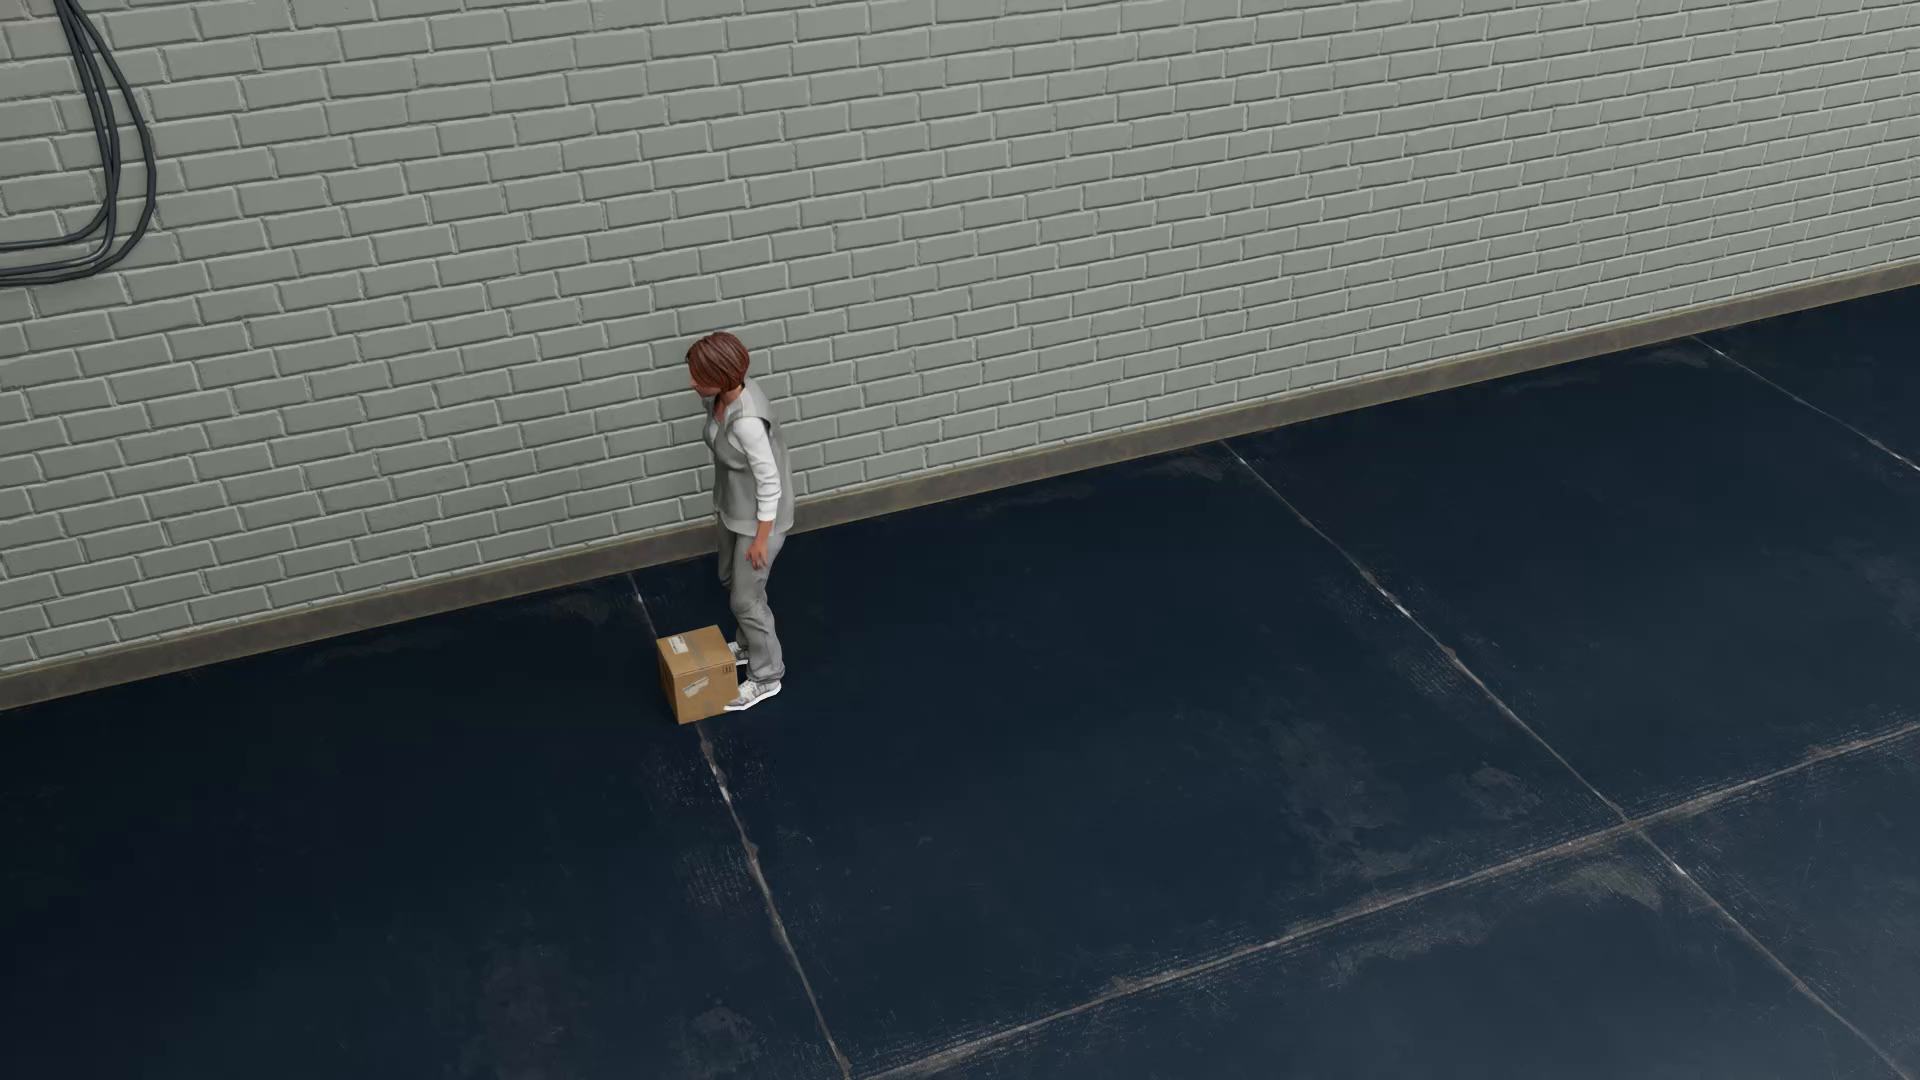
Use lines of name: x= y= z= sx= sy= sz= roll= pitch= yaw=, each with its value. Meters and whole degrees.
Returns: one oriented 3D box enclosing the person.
person: x=-0.824 y=-0.079 z=6.270 sx=0.377 sy=1.591 sz=0.477 roll=-15 pitch=37 yaw=-21
